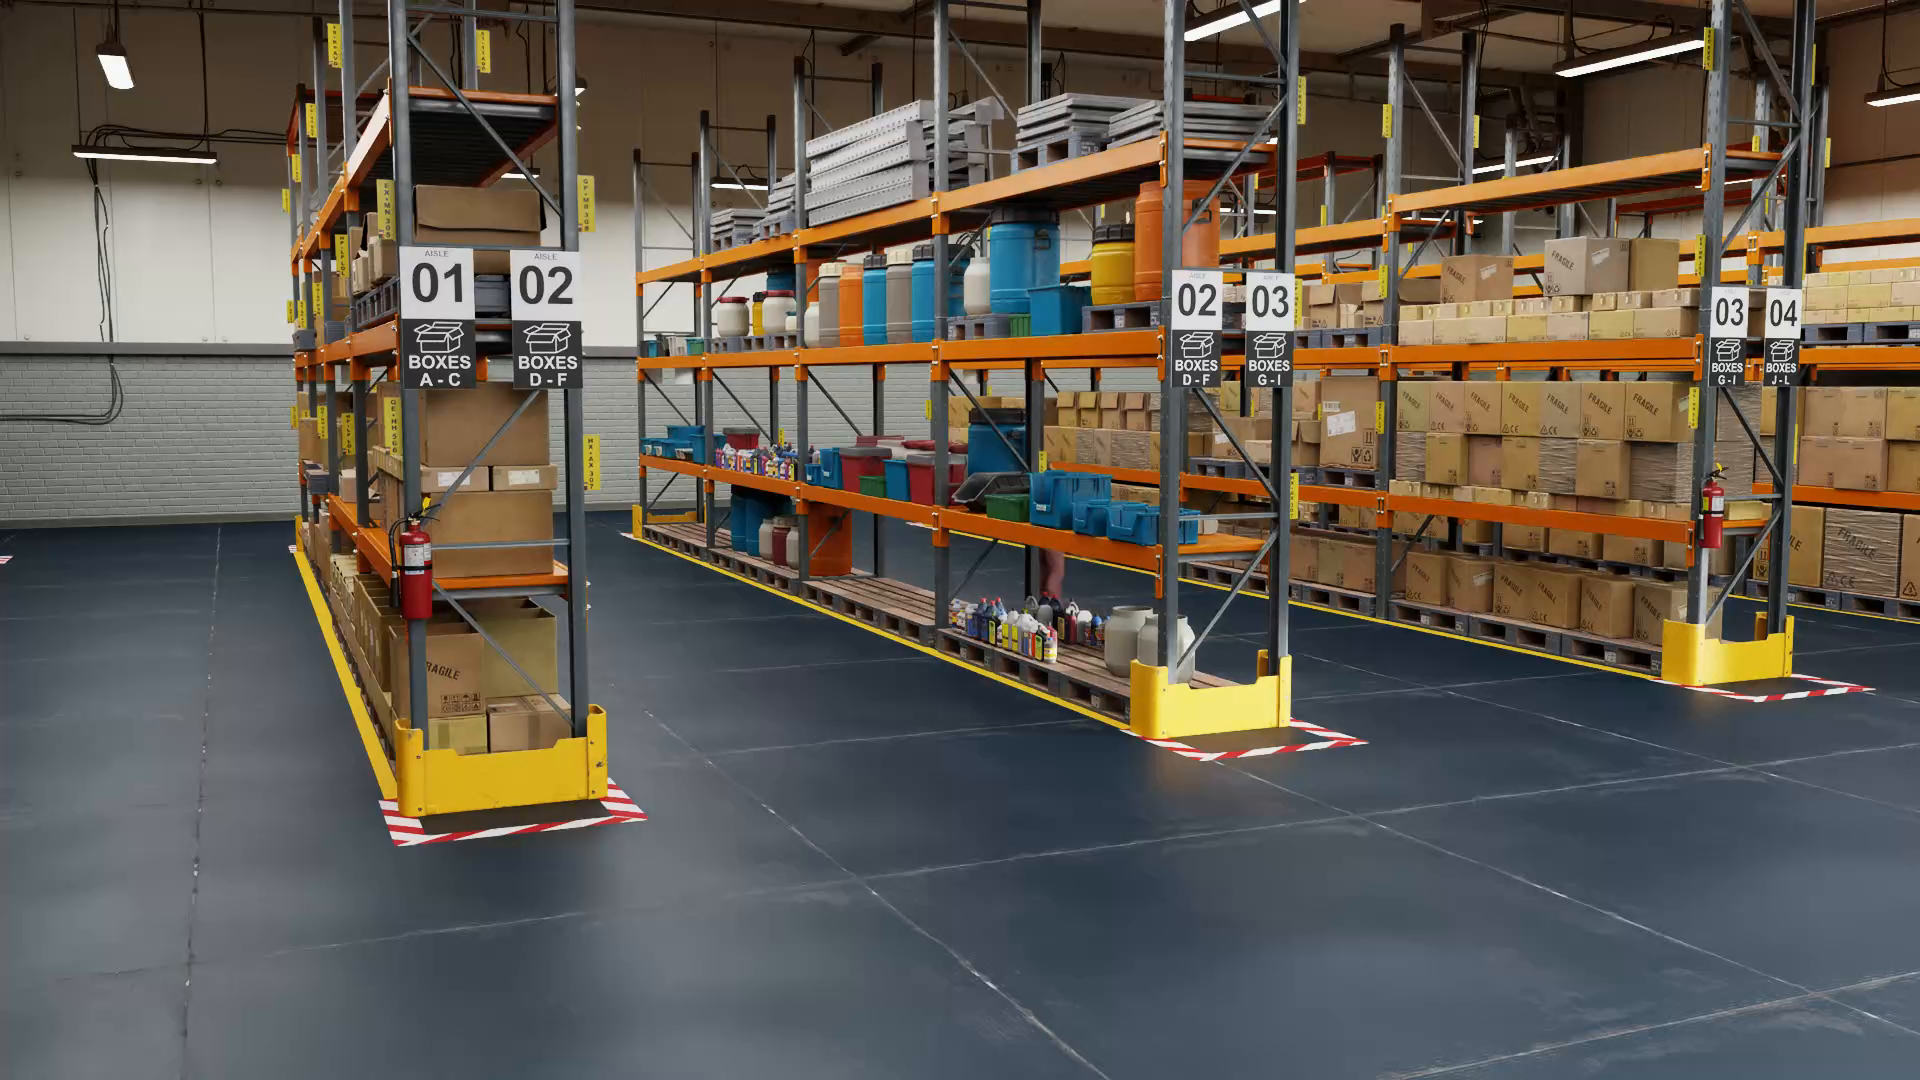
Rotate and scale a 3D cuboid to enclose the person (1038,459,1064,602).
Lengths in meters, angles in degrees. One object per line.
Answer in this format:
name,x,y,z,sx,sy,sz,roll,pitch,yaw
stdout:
person,0.976,-0.016,17.205,0.559,1.663,0.425,-2,6,-23
